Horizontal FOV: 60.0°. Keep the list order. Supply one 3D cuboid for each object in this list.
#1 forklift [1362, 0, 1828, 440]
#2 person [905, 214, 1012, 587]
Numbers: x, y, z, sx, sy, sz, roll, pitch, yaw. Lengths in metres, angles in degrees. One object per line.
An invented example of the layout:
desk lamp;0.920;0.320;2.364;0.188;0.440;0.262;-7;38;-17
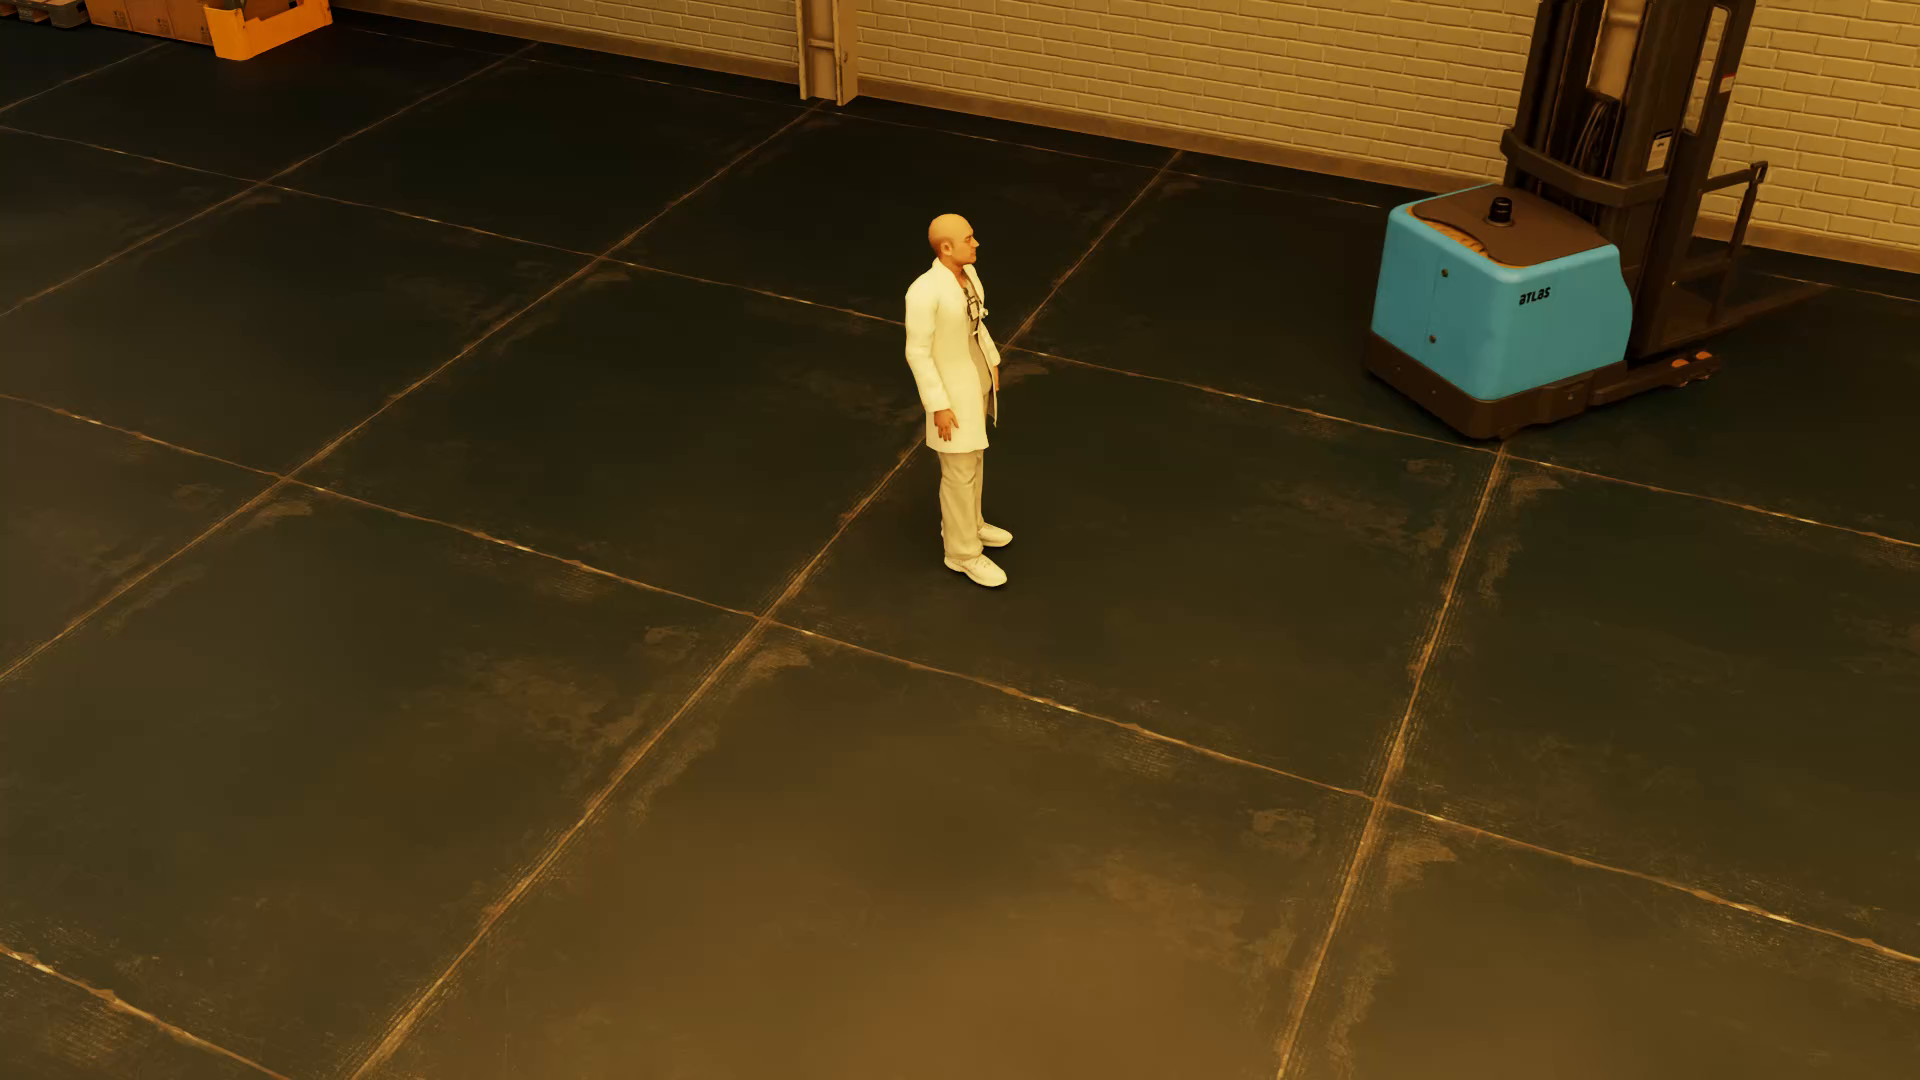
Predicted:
forklift;3.959;-2.354;9.387;3.031;2.935;1.130;-17;39;-22
person;0.080;-0.705;8.056;0.581;1.775;0.696;15;38;20
